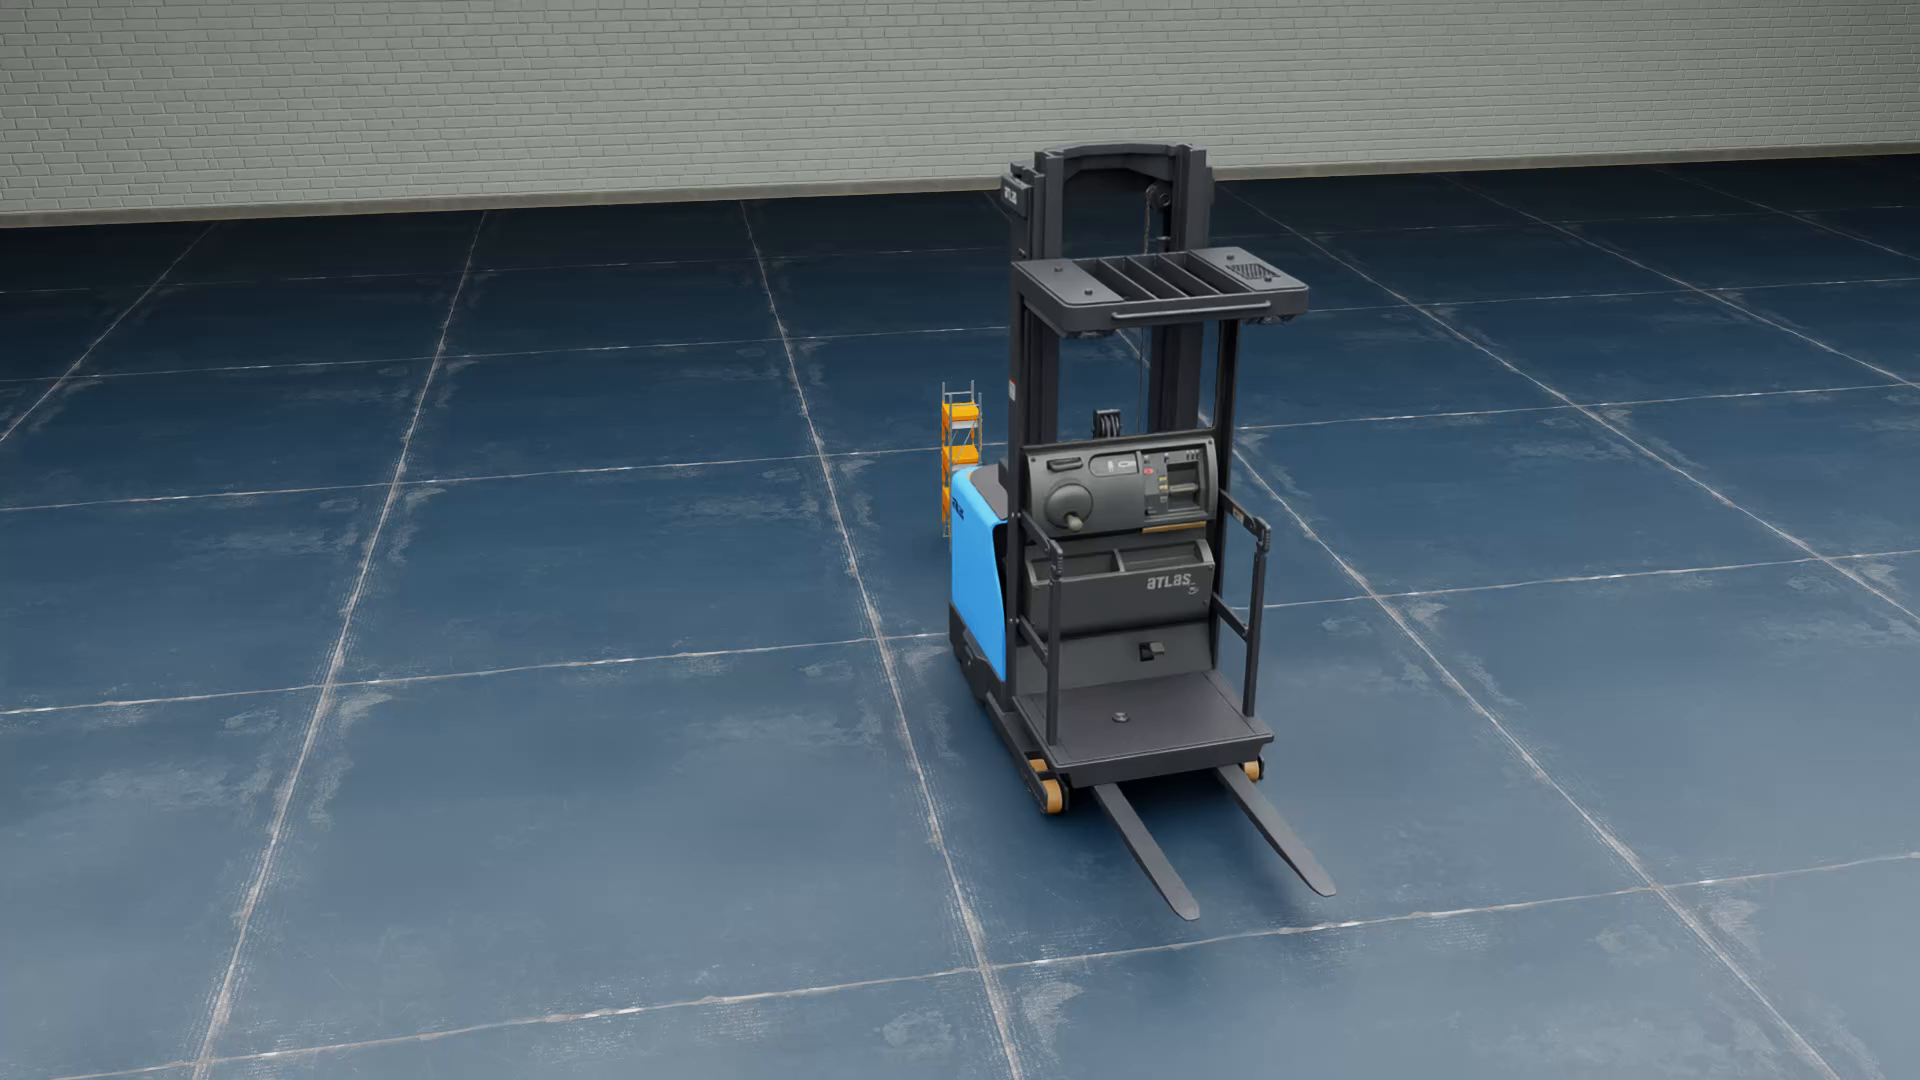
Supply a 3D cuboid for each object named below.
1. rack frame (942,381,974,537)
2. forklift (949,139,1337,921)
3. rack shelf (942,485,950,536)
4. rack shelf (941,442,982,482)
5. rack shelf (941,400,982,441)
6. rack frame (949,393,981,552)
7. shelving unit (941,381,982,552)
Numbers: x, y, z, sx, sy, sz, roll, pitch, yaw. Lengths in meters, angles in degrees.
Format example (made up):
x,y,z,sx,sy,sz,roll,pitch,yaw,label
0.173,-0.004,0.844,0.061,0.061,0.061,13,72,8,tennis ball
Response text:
x,y,z,sx,sy,sz,roll,pitch,yaw,label
-0.013,-0.508,10.602,0.200,1.050,0.008,-4,24,-10,rack frame
0.827,-0.228,7.611,1.130,2.935,3.031,-6,24,-14,forklift
0.010,-0.196,10.607,0.215,0.259,0.240,-4,24,-10,rack shelf
0.010,-0.450,10.496,0.215,0.259,0.240,-4,24,-10,rack shelf
0.010,-0.710,10.382,0.215,0.259,0.240,-4,24,-10,rack shelf
0.032,-0.412,10.382,0.200,1.050,0.008,-4,24,-10,rack frame
0.010,-0.460,10.492,0.215,1.050,0.252,-4,24,-10,shelving unit
